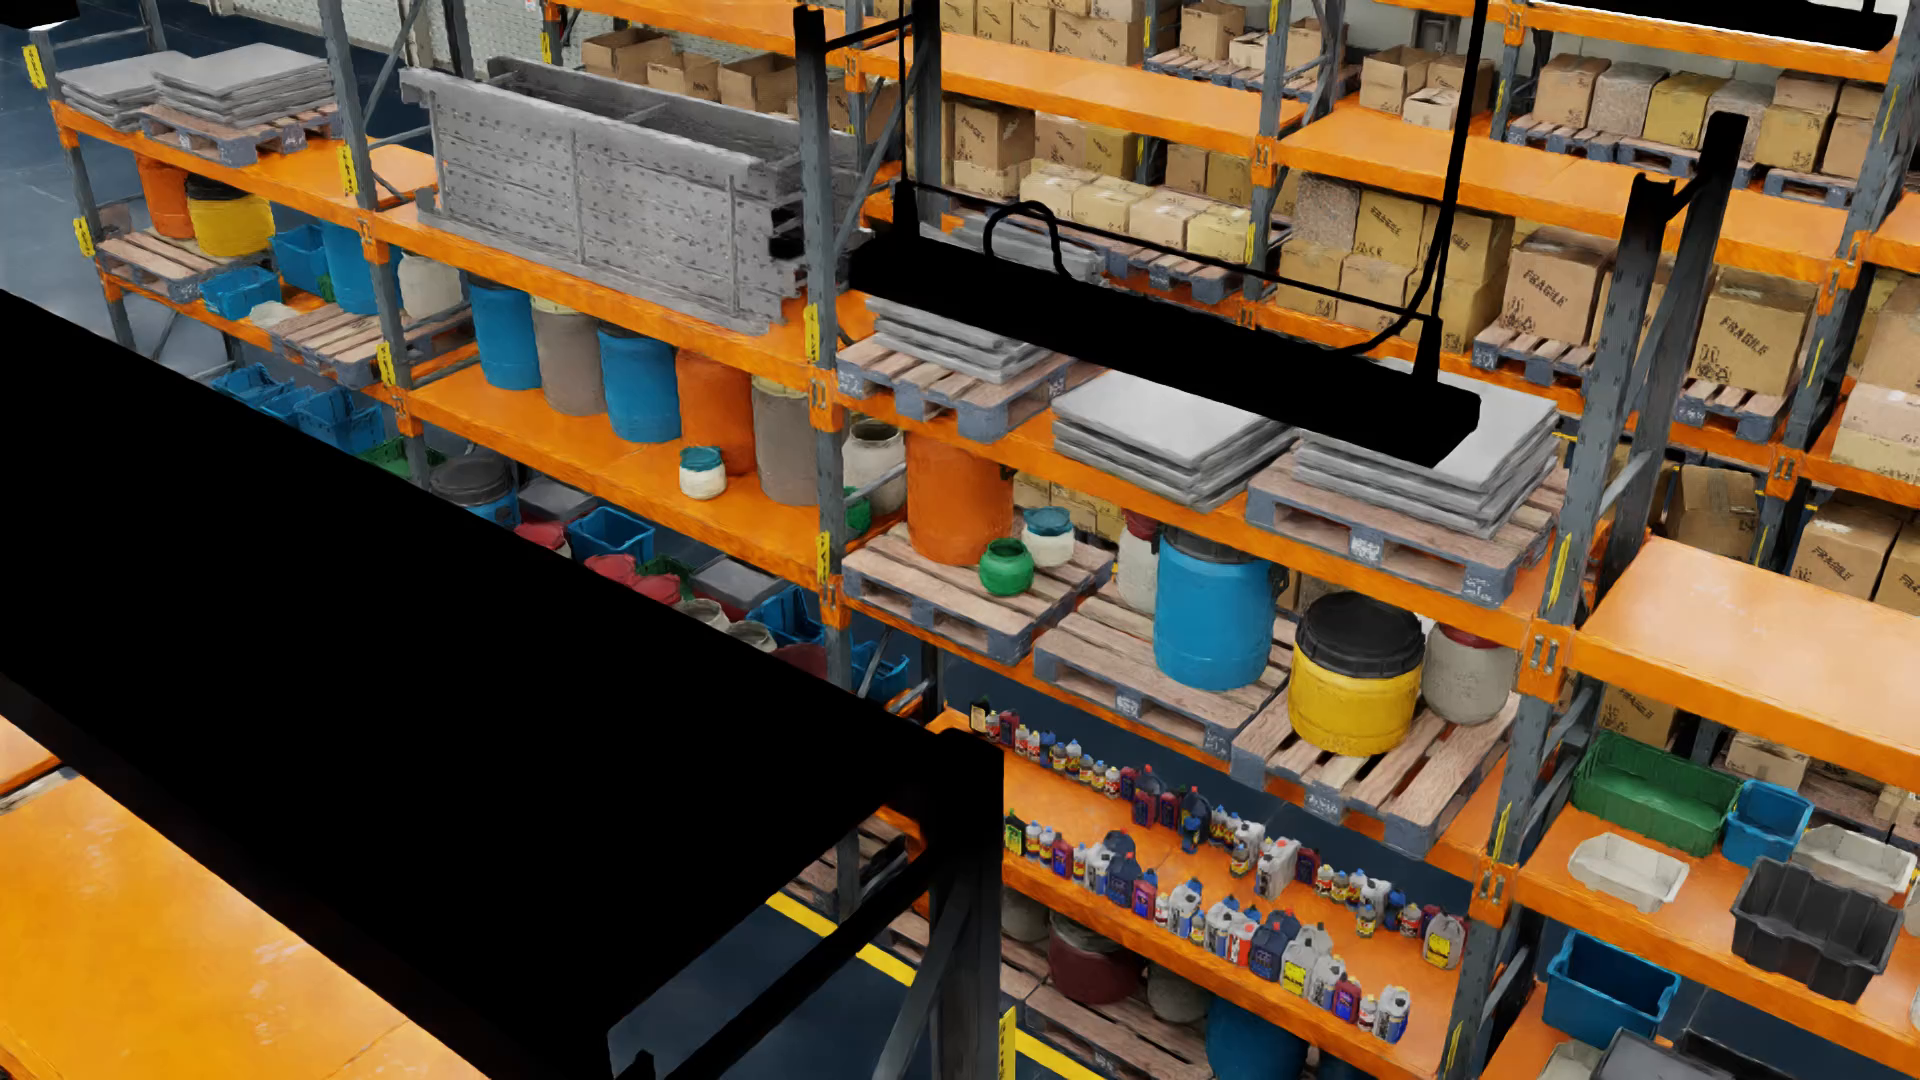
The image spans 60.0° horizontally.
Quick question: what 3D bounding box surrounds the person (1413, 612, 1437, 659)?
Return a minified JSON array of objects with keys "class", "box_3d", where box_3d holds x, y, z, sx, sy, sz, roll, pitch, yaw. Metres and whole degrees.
[{"class":"person","box_3d":[3.304,0.925,12.114,0.538,1.733,0.729,20,37,30]}]
